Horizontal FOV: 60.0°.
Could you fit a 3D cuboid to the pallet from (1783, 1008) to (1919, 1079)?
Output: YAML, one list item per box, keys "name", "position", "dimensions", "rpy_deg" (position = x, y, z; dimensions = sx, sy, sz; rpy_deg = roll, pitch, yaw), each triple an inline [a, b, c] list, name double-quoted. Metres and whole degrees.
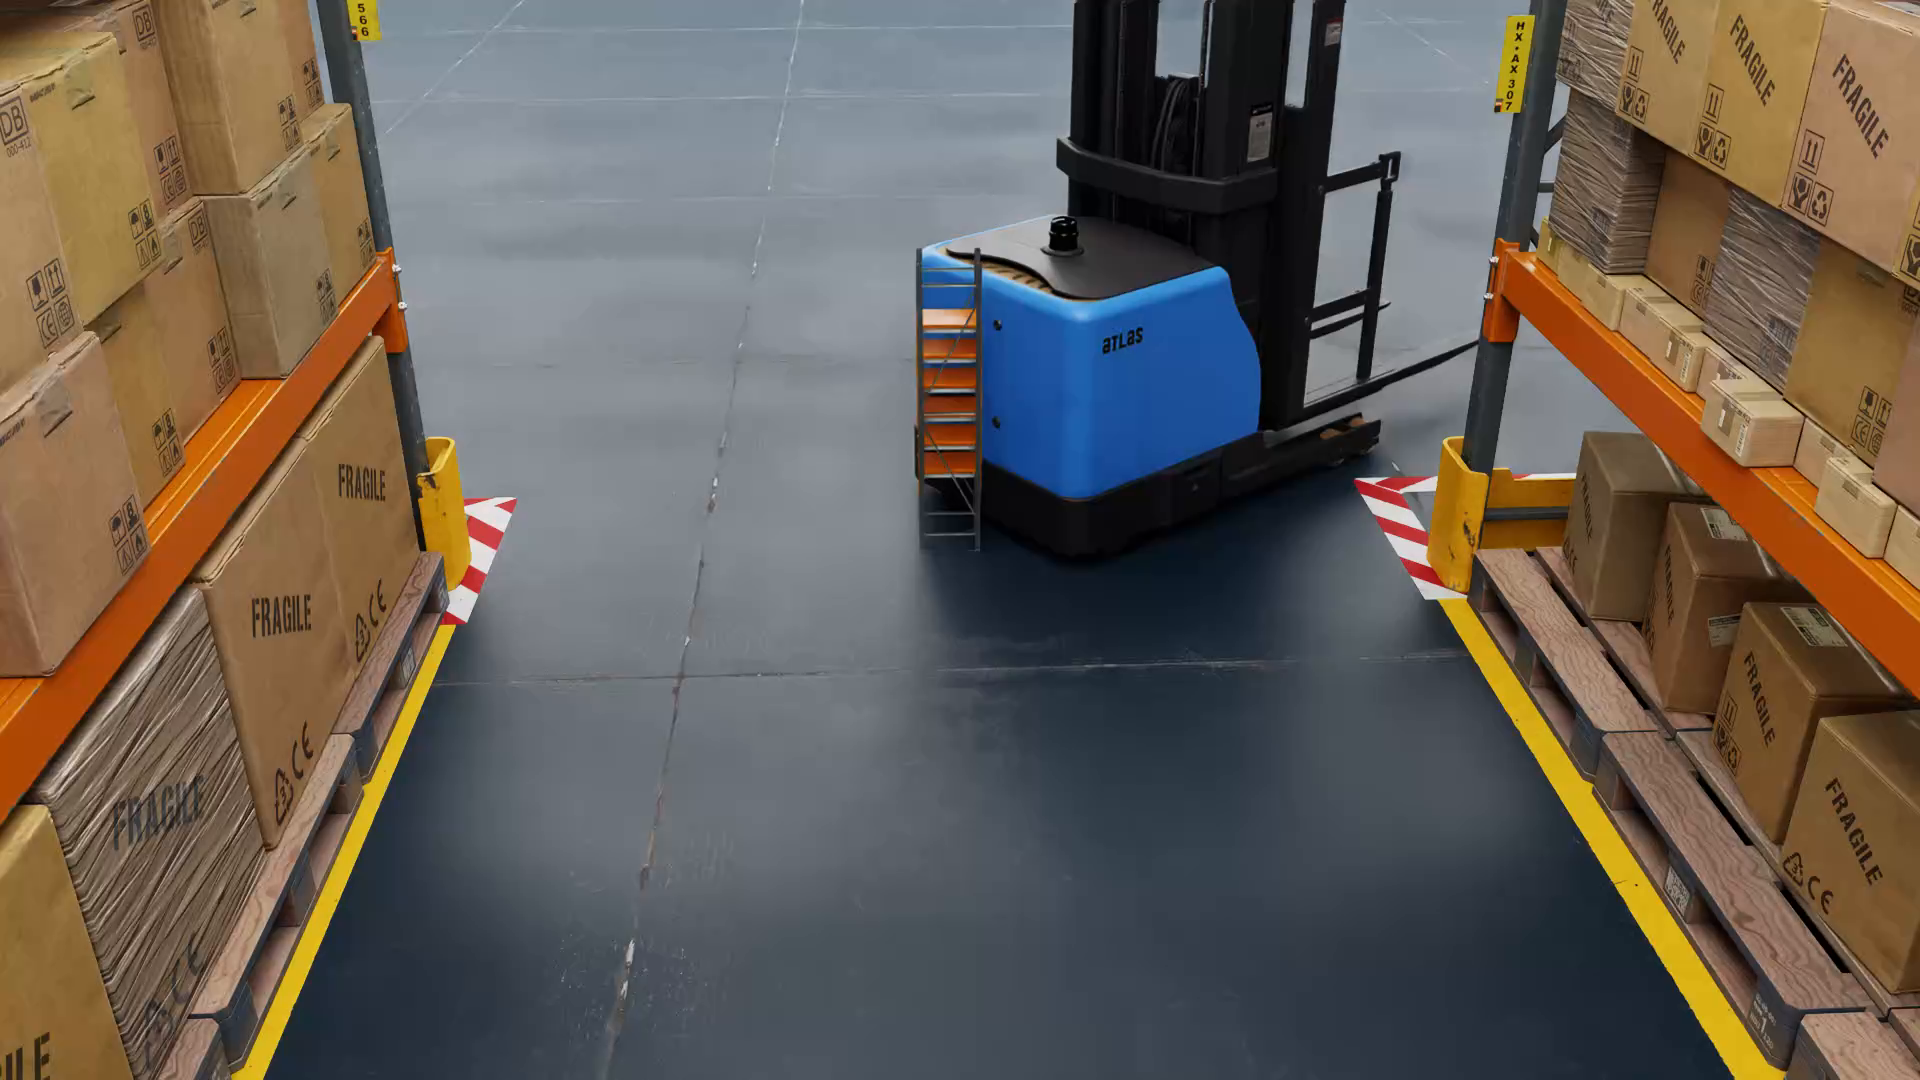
- name: "pallet"
  position: [2.579, 1.519, 3.609]
  dimensions: [1.003, 0.211, 1.213]
  rpy_deg: [-1, 28, -3]

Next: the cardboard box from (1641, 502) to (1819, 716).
- name: "cardboard box"
  position: [2.522, 0.231, 5.312]
  dimensions: [0.500, 0.500, 0.500]
  rpy_deg: [6, 28, 11]

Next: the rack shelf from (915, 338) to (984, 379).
- name: "rack shelf"
  position: [-0.042, -0.699, 6.369]
  dimensions: [0.258, 0.103, 0.180]
  rpy_deg: [-1, 28, -1]

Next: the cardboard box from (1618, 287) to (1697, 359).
- name: "cardboard box"
  position: [2.243, -0.660, 5.043]
  dimensions: [0.380, 0.149, 0.250]
  rpy_deg: [-1, 28, -3]

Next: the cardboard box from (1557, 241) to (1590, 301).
- name: "cardboard box"
  position: [2.211, -0.890, 5.485]
  dimensions: [0.380, 0.149, 0.250]
  rpy_deg: [-1, 28, -3]

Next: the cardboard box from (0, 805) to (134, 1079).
- name: "cardboard box"
  position: [-2.272, 1.129, 3.185]
  dimensions: [0.875, 0.875, 0.875]
  rpy_deg: [-1, 28, -2]

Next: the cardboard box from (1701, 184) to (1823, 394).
- name: "cardboard box"
  position: [2.570, -0.717, 4.451]
  dimensions: [0.875, 0.500, 0.500]
  rpy_deg: [-1, 28, -3]

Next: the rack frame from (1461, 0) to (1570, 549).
- name: "rack frame"
  position: [2.440, -1.255, 5.913]
  dimensions: [1.000, 3.000, 0.127]
  rpy_deg: [-1, 28, -3]

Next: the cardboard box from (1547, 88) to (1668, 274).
- name: "cardboard box"
  position: [2.442, -1.177, 5.333]
  dimensions: [0.875, 0.500, 0.500]
  rpy_deg: [-1, 28, -3]

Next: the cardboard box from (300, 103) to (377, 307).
- name: "cardboard box"
  position: [-2.454, -1.078, 5.411]
  dimensions: [0.875, 0.550, 0.550]
  rpy_deg: [-1, 28, -3]

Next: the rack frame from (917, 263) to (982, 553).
- name: "rack frame"
  position: [-0.039, -0.483, 6.379]
  dimensions: [0.240, 1.200, 0.006]
  rpy_deg: [-1, 28, -1]

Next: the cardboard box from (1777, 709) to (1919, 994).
- name: "cardboard box"
  position: [2.520, 0.779, 4.261]
  dimensions: [0.500, 0.500, 0.500]
  rpy_deg: [-4, 28, -7]

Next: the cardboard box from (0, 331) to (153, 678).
- name: "cardboard box"
  position: [-2.303, -0.077, 3.492]
  dimensions: [0.875, 0.550, 0.550]
  rpy_deg: [-1, 28, -3]

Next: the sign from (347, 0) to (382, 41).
- name: "sign"
  position: [-1.976, -1.807, 5.463]
  dimensions: [0.100, 0.325, 0.005]
  rpy_deg: [-1, 28, -3]

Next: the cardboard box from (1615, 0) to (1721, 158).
- name: "cardboard box"
  position: [2.216, -1.383, 4.647]
  dimensions: [0.500, 0.500, 0.500]
  rpy_deg: [-1, 28, -3]

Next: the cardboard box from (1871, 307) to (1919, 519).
- name: "cardboard box"
  position: [2.570, -0.254, 3.563]
  dimensions: [0.875, 0.500, 0.500]
  rpy_deg: [-1, 28, -3]

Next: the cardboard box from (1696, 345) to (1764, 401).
- name: "cardboard box"
  position: [2.289, -0.429, 4.601]
  dimensions: [0.380, 0.149, 0.250]
  rpy_deg: [-1, 28, -3]

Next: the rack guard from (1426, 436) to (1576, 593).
- name: "rack guard"
  position: [2.444, -0.112, 6.424]
  dimensions: [1.175, 0.500, 0.348]
  rpy_deg: [-1, 28, -3]

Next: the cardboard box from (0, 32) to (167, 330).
- name: "cardboard box"
  position: [-2.366, -0.800, 3.710]
  dimensions: [0.875, 0.550, 0.500]
  rpy_deg: [-1, 28, -3]

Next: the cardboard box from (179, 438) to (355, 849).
- name: "cardboard box"
  position: [-2.369, 0.292, 4.790]
  dimensions: [0.875, 0.875, 0.875]
  rpy_deg: [-2, 28, -3]

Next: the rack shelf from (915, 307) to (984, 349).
- name: "rack shelf"
  position: [-0.042, -0.805, 6.314]
  dimensions: [0.258, 0.103, 0.180]
  rpy_deg: [-1, 28, -1]

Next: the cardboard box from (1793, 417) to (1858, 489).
- name: "cardboard box"
  position: [2.344, -0.199, 4.160]
  dimensions: [0.380, 0.149, 0.250]
  rpy_deg: [-1, 28, -3]

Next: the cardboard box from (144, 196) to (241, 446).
- name: "cardboard box"
  position: [-2.499, -0.563, 4.424]
  dimensions: [0.875, 0.550, 0.550]
  rpy_deg: [-1, 28, -3]

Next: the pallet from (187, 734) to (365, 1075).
- name: "pallet"
  position: [-2.338, 0.984, 4.635]
  dimensions: [1.003, 0.211, 1.213]
  rpy_deg: [-1, 28, -3]

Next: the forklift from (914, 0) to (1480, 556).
- name: "forklift"
  position: [1.259, -1.791, 7.014]
  dimensions: [3.031, 2.935, 1.130]
  rpy_deg: [-21, 34, -35]

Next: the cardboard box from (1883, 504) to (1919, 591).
- name: "cardboard box"
  position: [2.329, 0.033, 3.715]
  dimensions: [0.380, 0.149, 0.250]
  rpy_deg: [-1, 28, -3]

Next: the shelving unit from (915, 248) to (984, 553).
- name: "shelving unit"
  position: [-0.042, -0.525, 6.460]
  dimensions: [0.258, 1.200, 0.189]
  rpy_deg: [-1, 28, -1]

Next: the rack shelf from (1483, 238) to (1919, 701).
- name: "rack shelf"
  position: [2.545, -0.013, 4.308]
  dimensions: [1.077, 0.370, 4.000]
  rpy_deg: [-1, 28, -3]

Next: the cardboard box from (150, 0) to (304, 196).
- name: "cardboard box"
  position: [-2.417, -1.303, 4.675]
  dimensions: [0.875, 0.550, 0.550]
  rpy_deg: [-1, 28, -3]

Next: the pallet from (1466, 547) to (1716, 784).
- name: "pallet"
  position: [2.451, 0.392, 5.769]
  dimensions: [1.003, 0.211, 1.213]
  rpy_deg: [-1, 28, -3]

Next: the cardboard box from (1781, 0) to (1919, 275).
- name: "cardboard box"
  position: [2.276, -0.921, 3.762]
  dimensions: [0.500, 0.500, 0.500]
  rpy_deg: [-1, 28, -3]

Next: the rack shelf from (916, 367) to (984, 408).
- name: "rack shelf"
  position: [-0.042, -0.592, 6.425]
  dimensions: [0.258, 0.103, 0.180]
  rpy_deg: [-1, 28, -1]
